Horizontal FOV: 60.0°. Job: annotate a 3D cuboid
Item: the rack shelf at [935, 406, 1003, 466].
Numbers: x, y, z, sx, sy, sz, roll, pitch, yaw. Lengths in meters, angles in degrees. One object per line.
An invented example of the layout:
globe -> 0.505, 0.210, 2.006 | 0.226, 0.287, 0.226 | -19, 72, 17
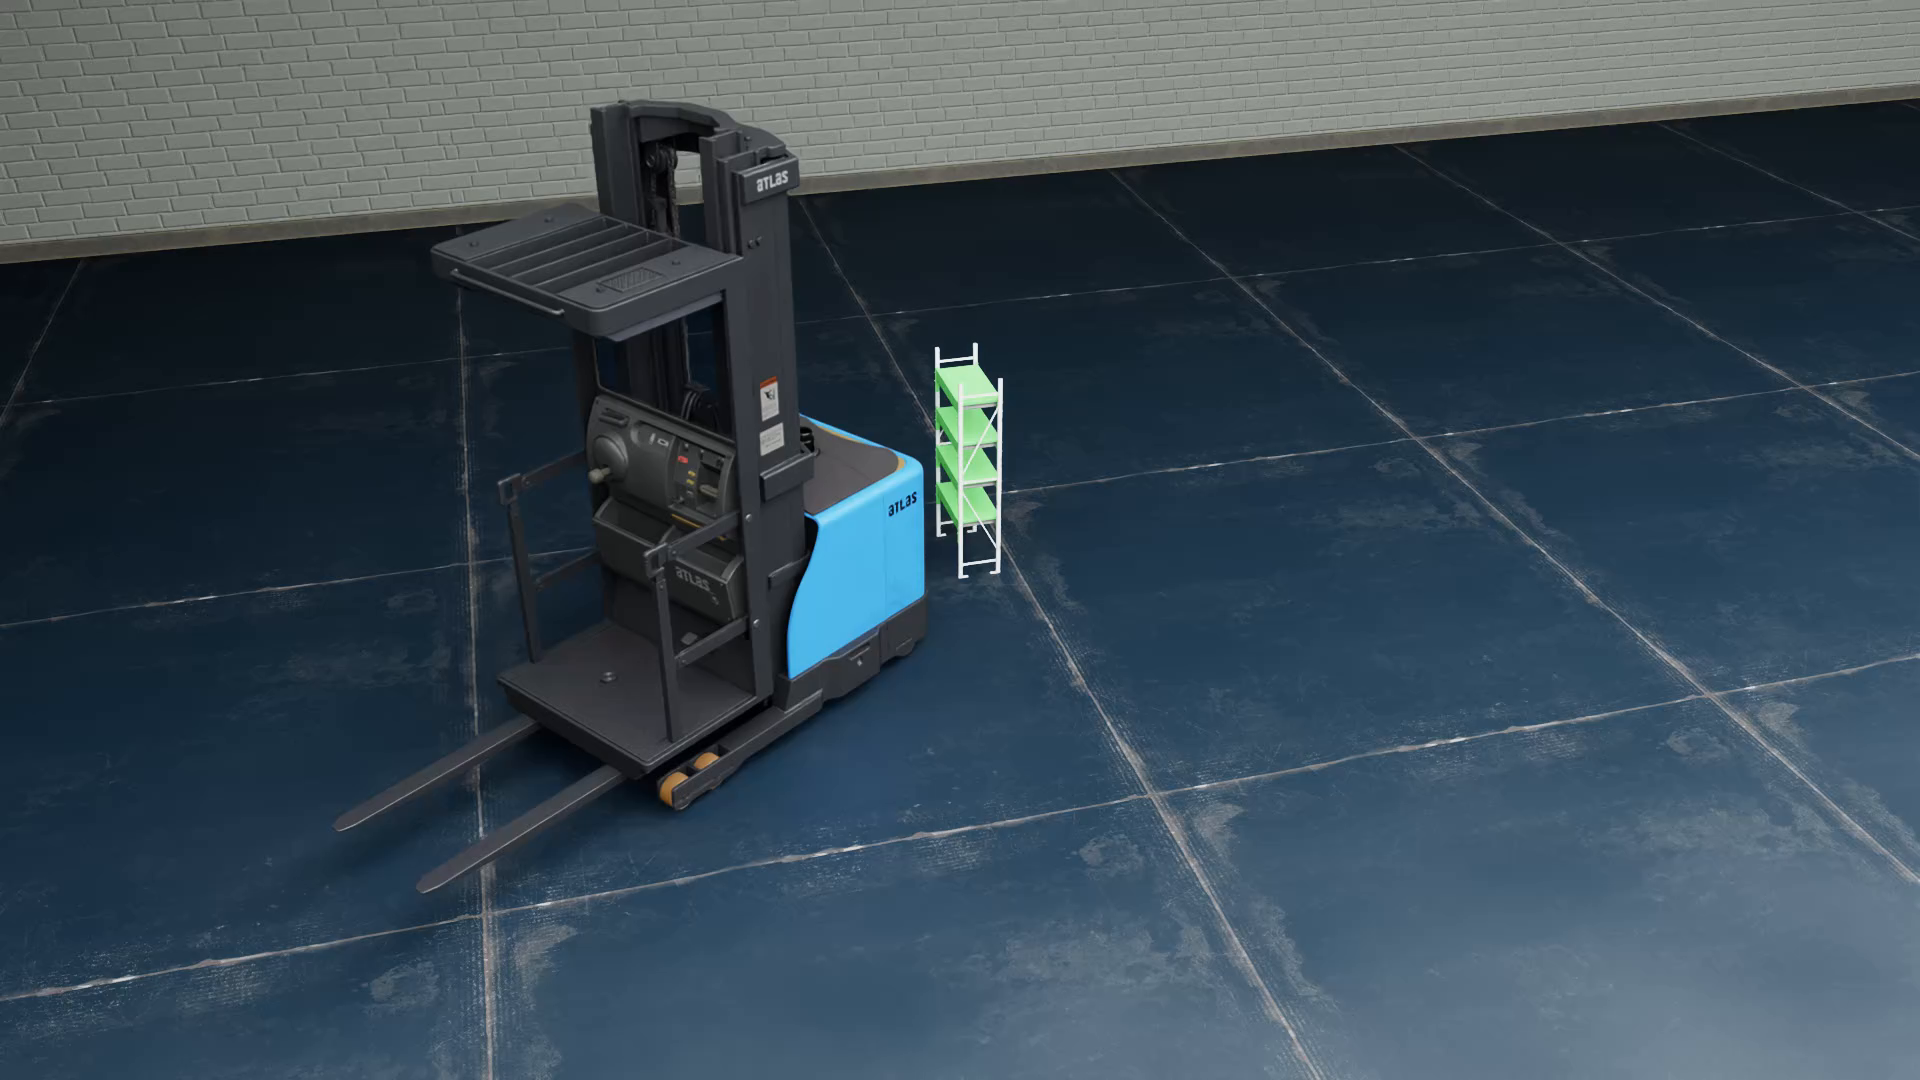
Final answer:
rack shelf -> 0.044, -0.592, 9.223 | 0.258, 0.148, 0.480 | -8, 31, -13

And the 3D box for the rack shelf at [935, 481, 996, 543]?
rack shelf -> 0.044, -0.176, 9.464 | 0.258, 0.148, 0.480 | -8, 31, -13

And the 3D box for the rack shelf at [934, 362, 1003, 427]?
rack shelf -> 0.044, -0.799, 9.103 | 0.258, 0.148, 0.480 | -8, 31, -13

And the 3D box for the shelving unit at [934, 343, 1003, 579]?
shelving unit -> 0.044, -0.439, 9.311 | 0.258, 1.200, 0.503 | -8, 31, -13

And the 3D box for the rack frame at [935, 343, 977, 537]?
rack frame -> -0.021, -0.557, 9.515 | 0.240, 1.200, 0.015 | -8, 31, -13

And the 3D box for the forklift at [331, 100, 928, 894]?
forklift -> -1.494, -0.319, 7.374 | 1.130, 2.935, 3.031 | 22, 37, 33

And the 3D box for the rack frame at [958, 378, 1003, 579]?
rack frame -> 0.109, -0.321, 9.108 | 0.240, 1.200, 0.015 | -8, 31, -13

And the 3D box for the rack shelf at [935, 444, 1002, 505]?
rack shelf -> 0.044, -0.384, 9.343 | 0.258, 0.148, 0.480 | -8, 31, -13
